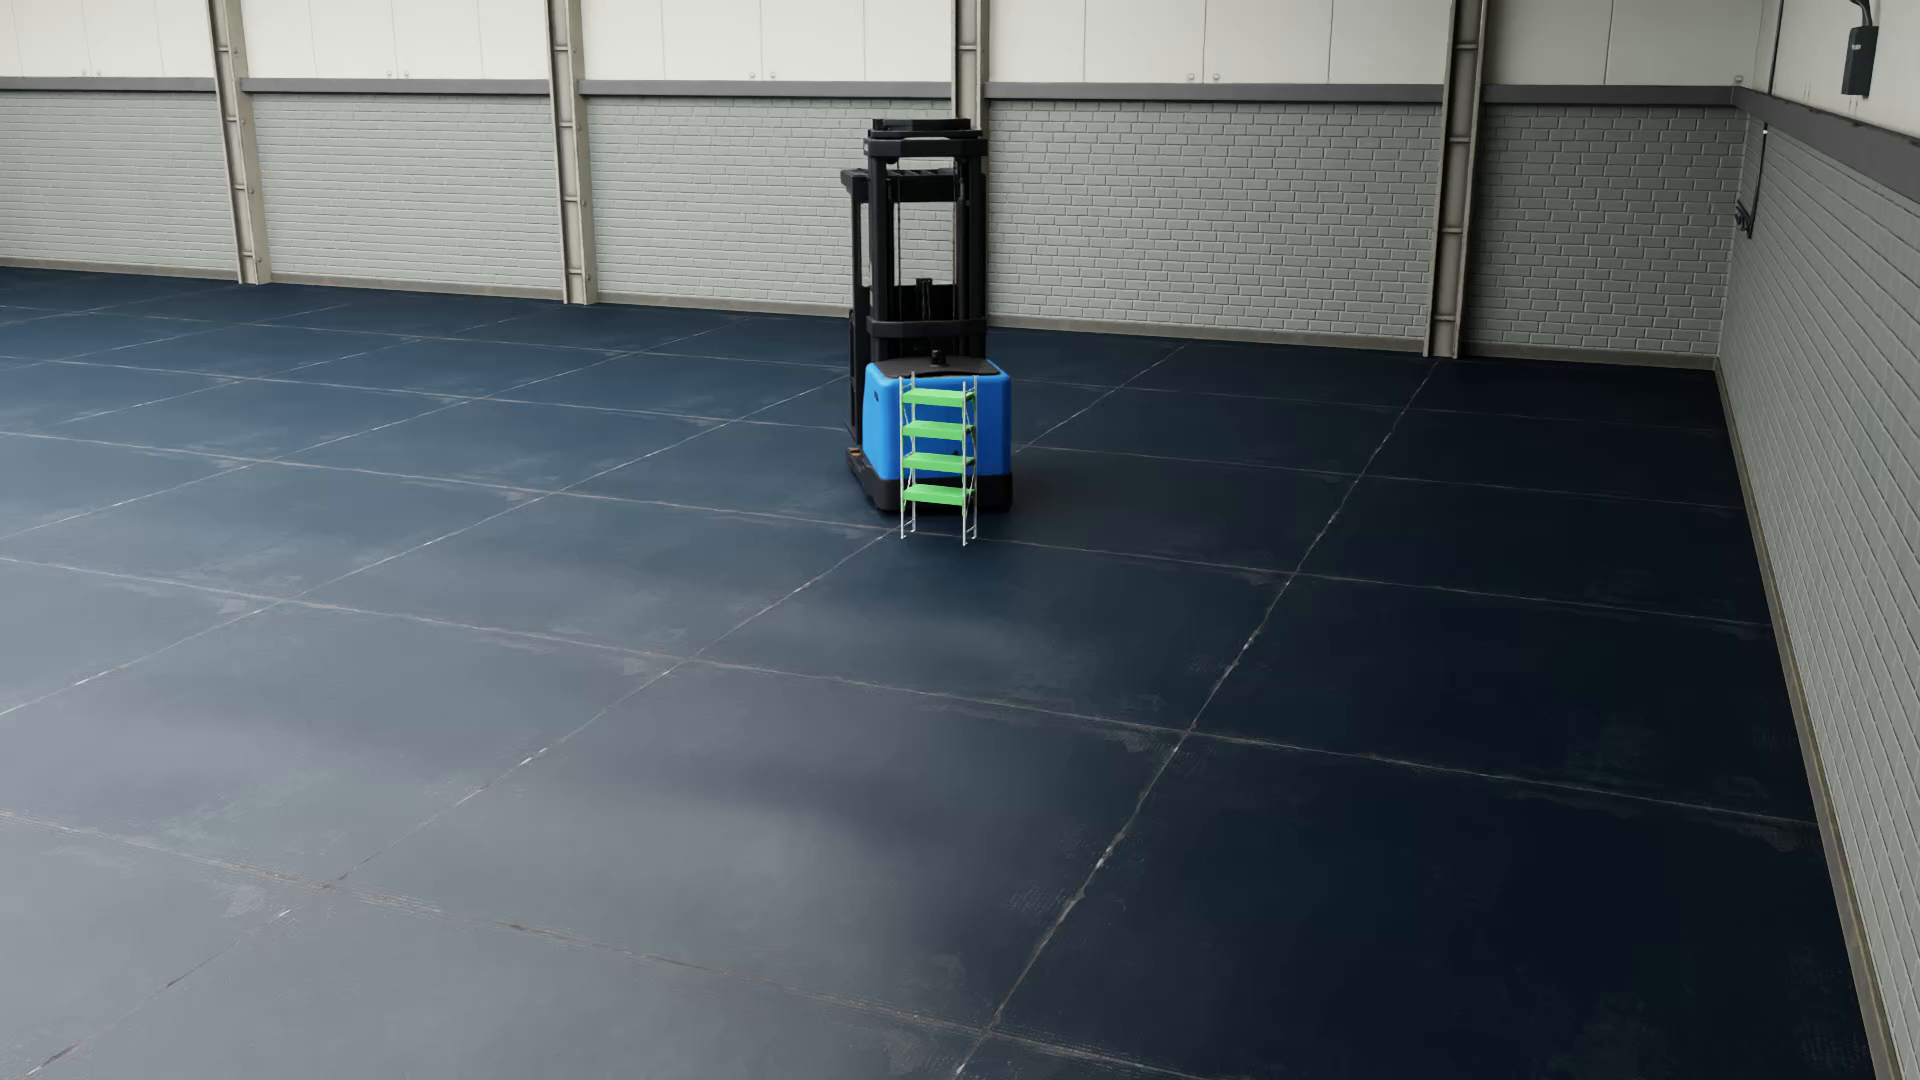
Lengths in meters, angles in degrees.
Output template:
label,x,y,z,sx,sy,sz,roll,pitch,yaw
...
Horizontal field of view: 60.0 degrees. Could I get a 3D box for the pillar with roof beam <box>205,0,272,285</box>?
label,x,y,z,sx,sy,sz,roll,pitch,yaw
pillar with roof beam,-12.613,-7.236,20.957,0.400,9.000,9.100,6,17,21

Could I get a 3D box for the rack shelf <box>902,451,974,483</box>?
label,x,y,z,sx,sy,sz,roll,pitch,yaw
rack shelf,-0.154,-0.532,12.083,0.480,0.148,0.258,6,17,21

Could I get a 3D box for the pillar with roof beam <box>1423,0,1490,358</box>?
label,x,y,z,sx,sy,sz,roll,pitch,yaw
pillar with roof beam,4.131,-5.394,14.615,0.400,9.000,9.100,6,17,21

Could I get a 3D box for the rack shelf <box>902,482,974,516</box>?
label,x,y,z,sx,sy,sz,roll,pitch,yaw
rack shelf,-0.154,-0.301,12.149,0.480,0.148,0.258,6,17,21

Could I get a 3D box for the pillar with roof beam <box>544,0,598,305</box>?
label,x,y,z,sx,sy,sz,roll,pitch,yaw
pillar with roof beam,-7.032,-6.622,18.843,0.400,9.000,9.100,6,17,21

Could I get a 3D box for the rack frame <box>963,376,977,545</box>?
label,x,y,z,sx,sy,sz,roll,pitch,yaw
rack frame,0.073,-0.568,11.979,0.015,1.200,0.240,6,17,21

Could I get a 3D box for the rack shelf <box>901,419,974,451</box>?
label,x,y,z,sx,sy,sz,roll,pitch,yaw
rack shelf,-0.154,-0.762,12.016,0.480,0.148,0.258,6,17,21

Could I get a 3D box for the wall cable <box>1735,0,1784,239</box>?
label,x,y,z,sx,sy,sz,roll,pitch,yaw
wall cable,7.966,-4.375,16.674,0.112,2.526,3.097,6,17,21

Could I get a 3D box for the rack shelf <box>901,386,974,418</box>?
label,x,y,z,sx,sy,sz,roll,pitch,yaw
rack shelf,-0.154,-0.993,11.949,0.480,0.148,0.258,6,17,21

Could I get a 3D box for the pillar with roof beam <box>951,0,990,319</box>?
label,x,y,z,sx,sy,sz,roll,pitch,yaw
pillar with roof beam,-1.450,-6.008,16.729,0.400,9.000,9.100,6,17,21

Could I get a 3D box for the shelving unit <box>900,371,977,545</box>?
label,x,y,z,sx,sy,sz,roll,pitch,yaw
shelving unit,-0.154,-0.593,12.065,0.503,1.200,0.258,6,17,21

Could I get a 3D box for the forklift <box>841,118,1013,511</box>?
label,x,y,z,sx,sy,sz,roll,pitch,yaw
forklift,-0.378,-1.999,13.803,1.130,2.935,3.031,-3,16,-11

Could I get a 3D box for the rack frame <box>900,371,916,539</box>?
label,x,y,z,sx,sy,sz,roll,pitch,yaw
rack frame,-0.381,-0.618,12.151,0.015,1.200,0.240,6,17,21

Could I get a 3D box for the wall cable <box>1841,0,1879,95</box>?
label,x,y,z,sx,sy,sz,roll,pitch,yaw
wall cable,4.468,-5.039,7.292,0.169,6.003,2.305,6,17,21
